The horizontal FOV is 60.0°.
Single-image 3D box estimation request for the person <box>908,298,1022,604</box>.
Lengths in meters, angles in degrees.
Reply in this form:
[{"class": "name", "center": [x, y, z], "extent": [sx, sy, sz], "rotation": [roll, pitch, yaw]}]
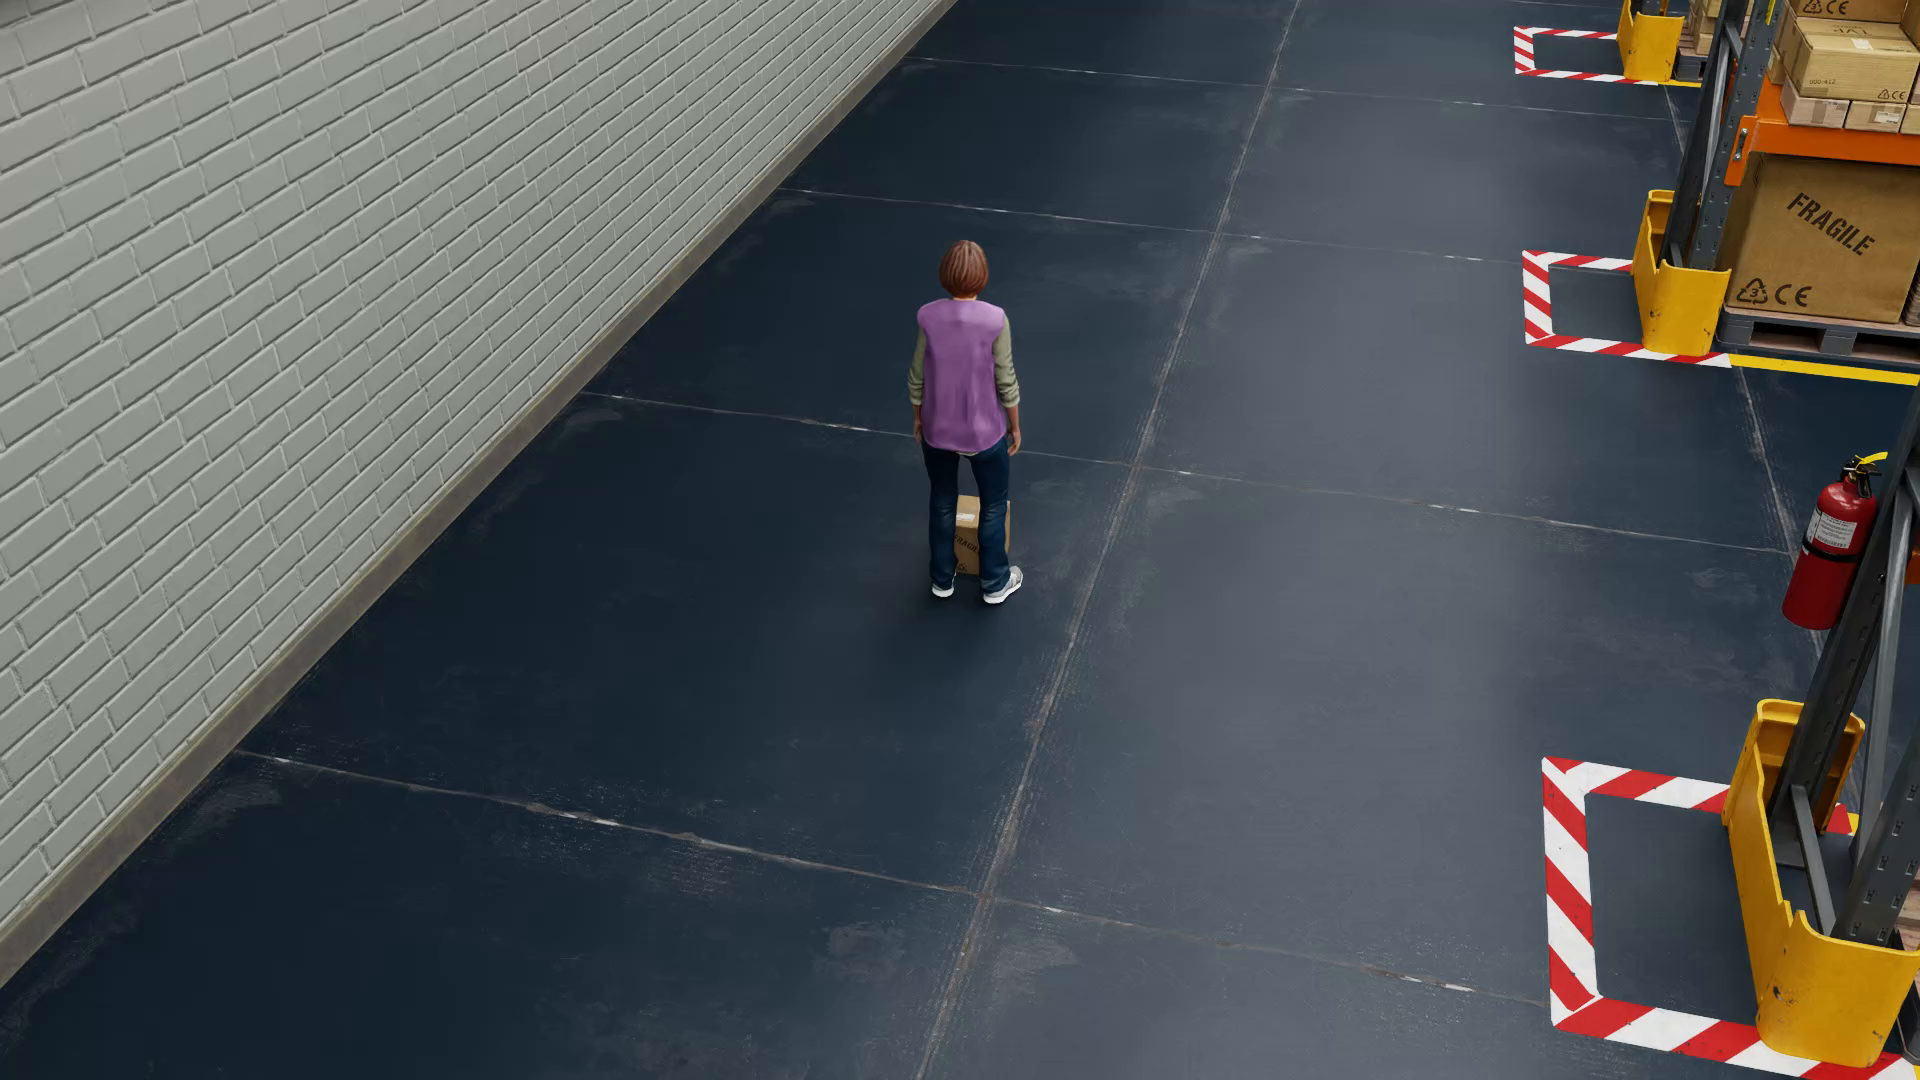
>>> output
[{"class": "person", "center": [0.020, -0.364, 6.887], "extent": [0.467, 1.393, 0.334], "rotation": [8, 34, 12]}]
